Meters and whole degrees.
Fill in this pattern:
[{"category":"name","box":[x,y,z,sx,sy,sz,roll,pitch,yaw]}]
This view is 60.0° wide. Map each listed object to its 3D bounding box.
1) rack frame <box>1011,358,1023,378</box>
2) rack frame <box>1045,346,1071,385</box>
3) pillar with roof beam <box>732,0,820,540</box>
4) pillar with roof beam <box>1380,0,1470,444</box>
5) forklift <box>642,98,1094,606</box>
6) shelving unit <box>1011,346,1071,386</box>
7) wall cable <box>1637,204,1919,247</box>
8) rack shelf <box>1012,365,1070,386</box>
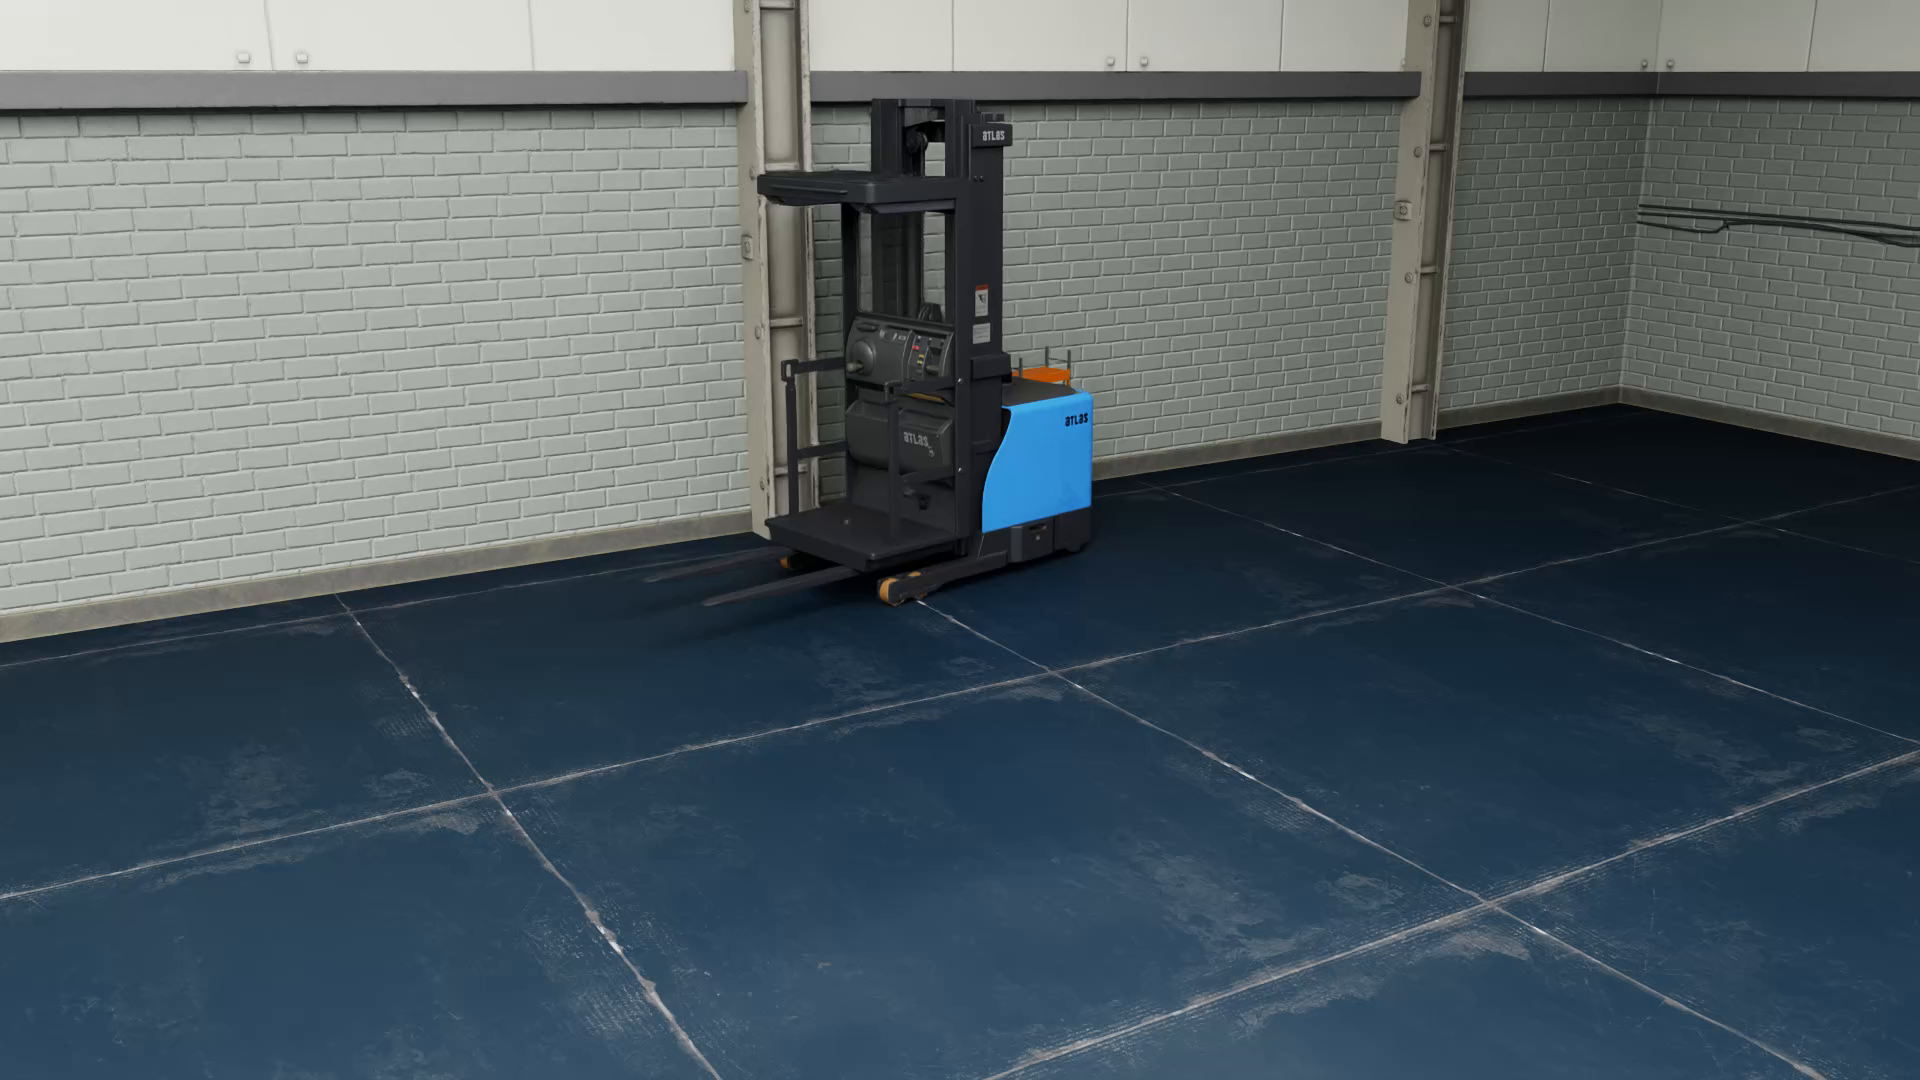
[{"category":"rack frame","box":[0.343,-0.696,11.670,0.015,1.200,0.240,-14,21,-41]},{"category":"rack frame","box":[0.697,-0.786,11.993,0.015,1.200,0.240,-14,21,-41]},{"category":"pillar with roof beam","box":[1.000,-3.398,6.858,0.400,9.000,9.100,-9,18,-30]},{"category":"pillar with roof beam","box":[6.143,-4.232,9.834,0.400,9.000,9.100,-9,18,-30]},{"category":"forklift","box":[-0.532,-1.175,10.170,3.031,2.935,1.130,-14,21,-41]},{"category":"shelving unit","box":[0.520,-0.741,11.831,0.503,1.200,0.258,-14,21,-41]},{"category":"wall cable","box":[7.132,-3.836,14.175,0.112,2.526,3.097,-9,18,-30]},{"category":"rack shelf","box":[0.520,-1.120,11.725,0.480,0.148,0.258,-14,21,-41]}]
